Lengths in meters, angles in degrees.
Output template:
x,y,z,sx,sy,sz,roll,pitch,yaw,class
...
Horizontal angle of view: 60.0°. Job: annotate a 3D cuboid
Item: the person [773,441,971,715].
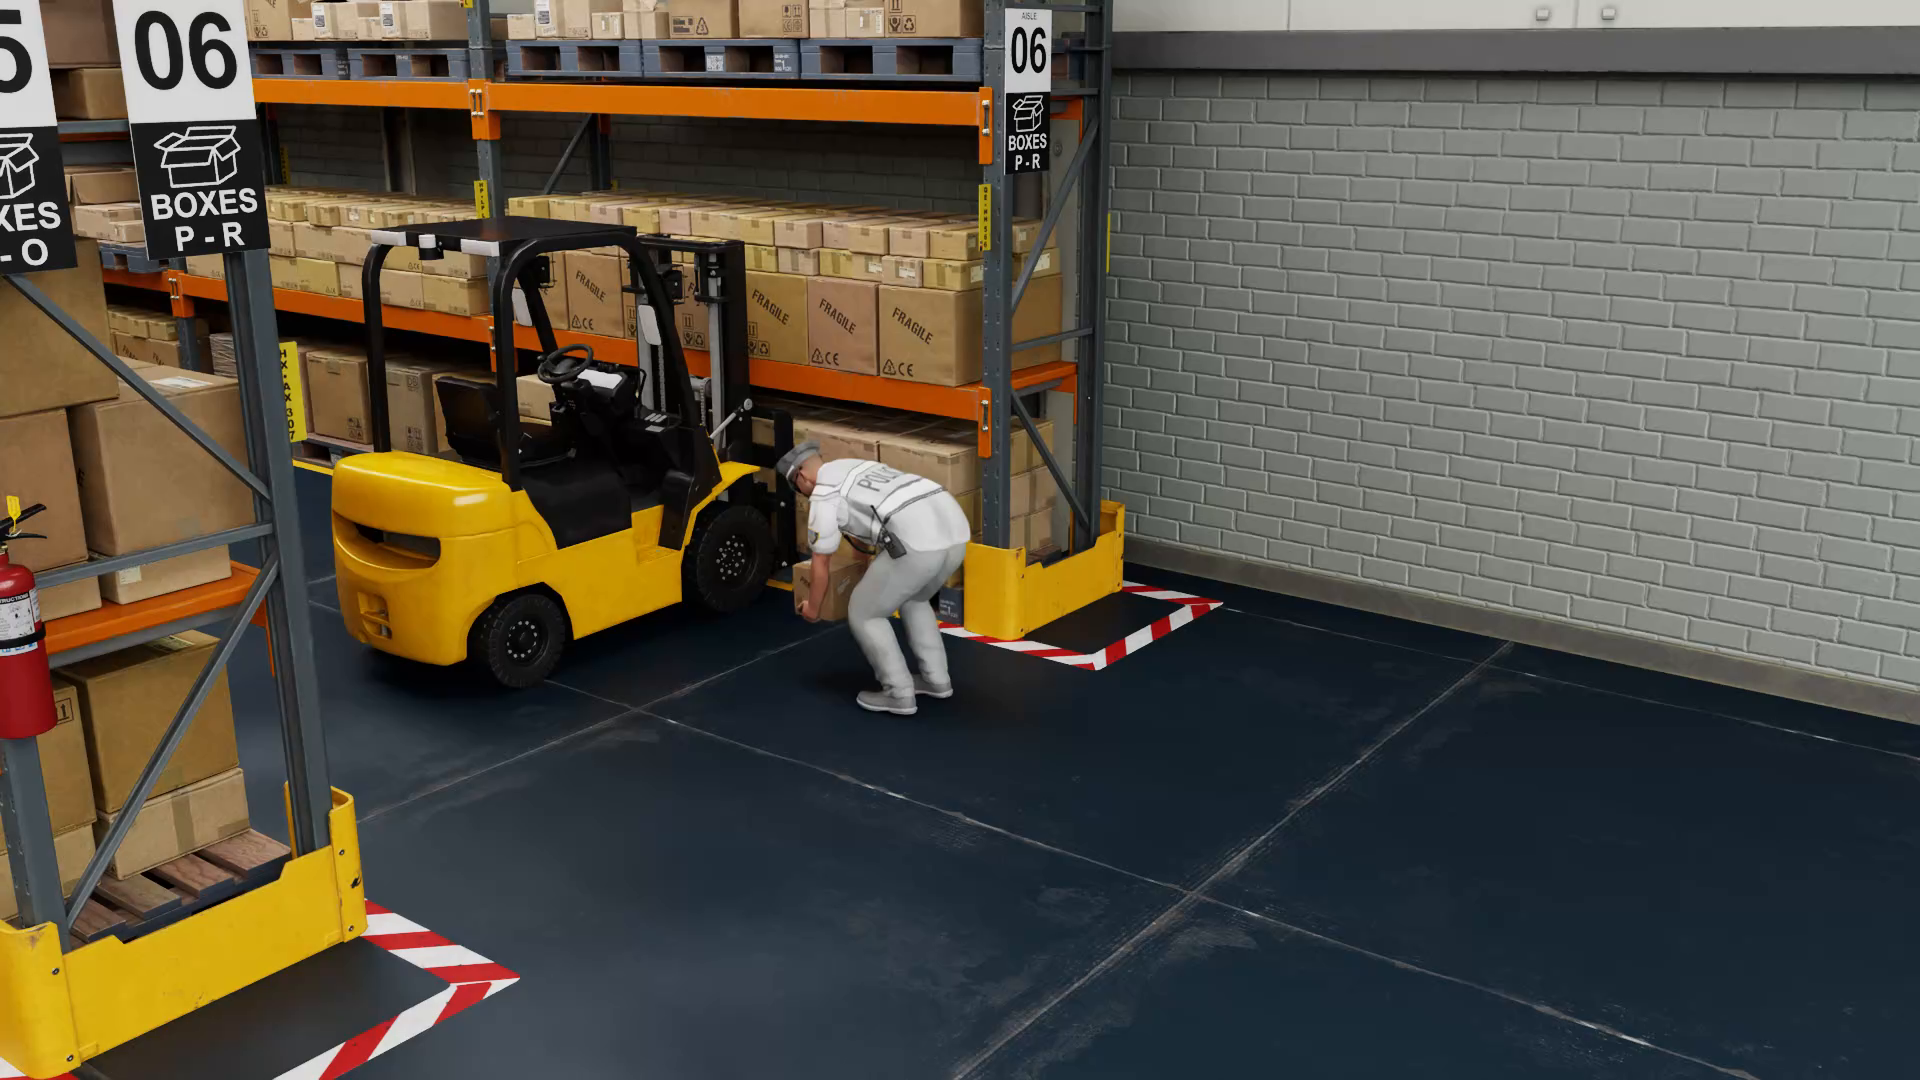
x,y,z,sx,sy,sz,roll,pitch,yaw,class
-0.433,0.159,7.943,1.022,1.214,0.516,11,20,33,person
